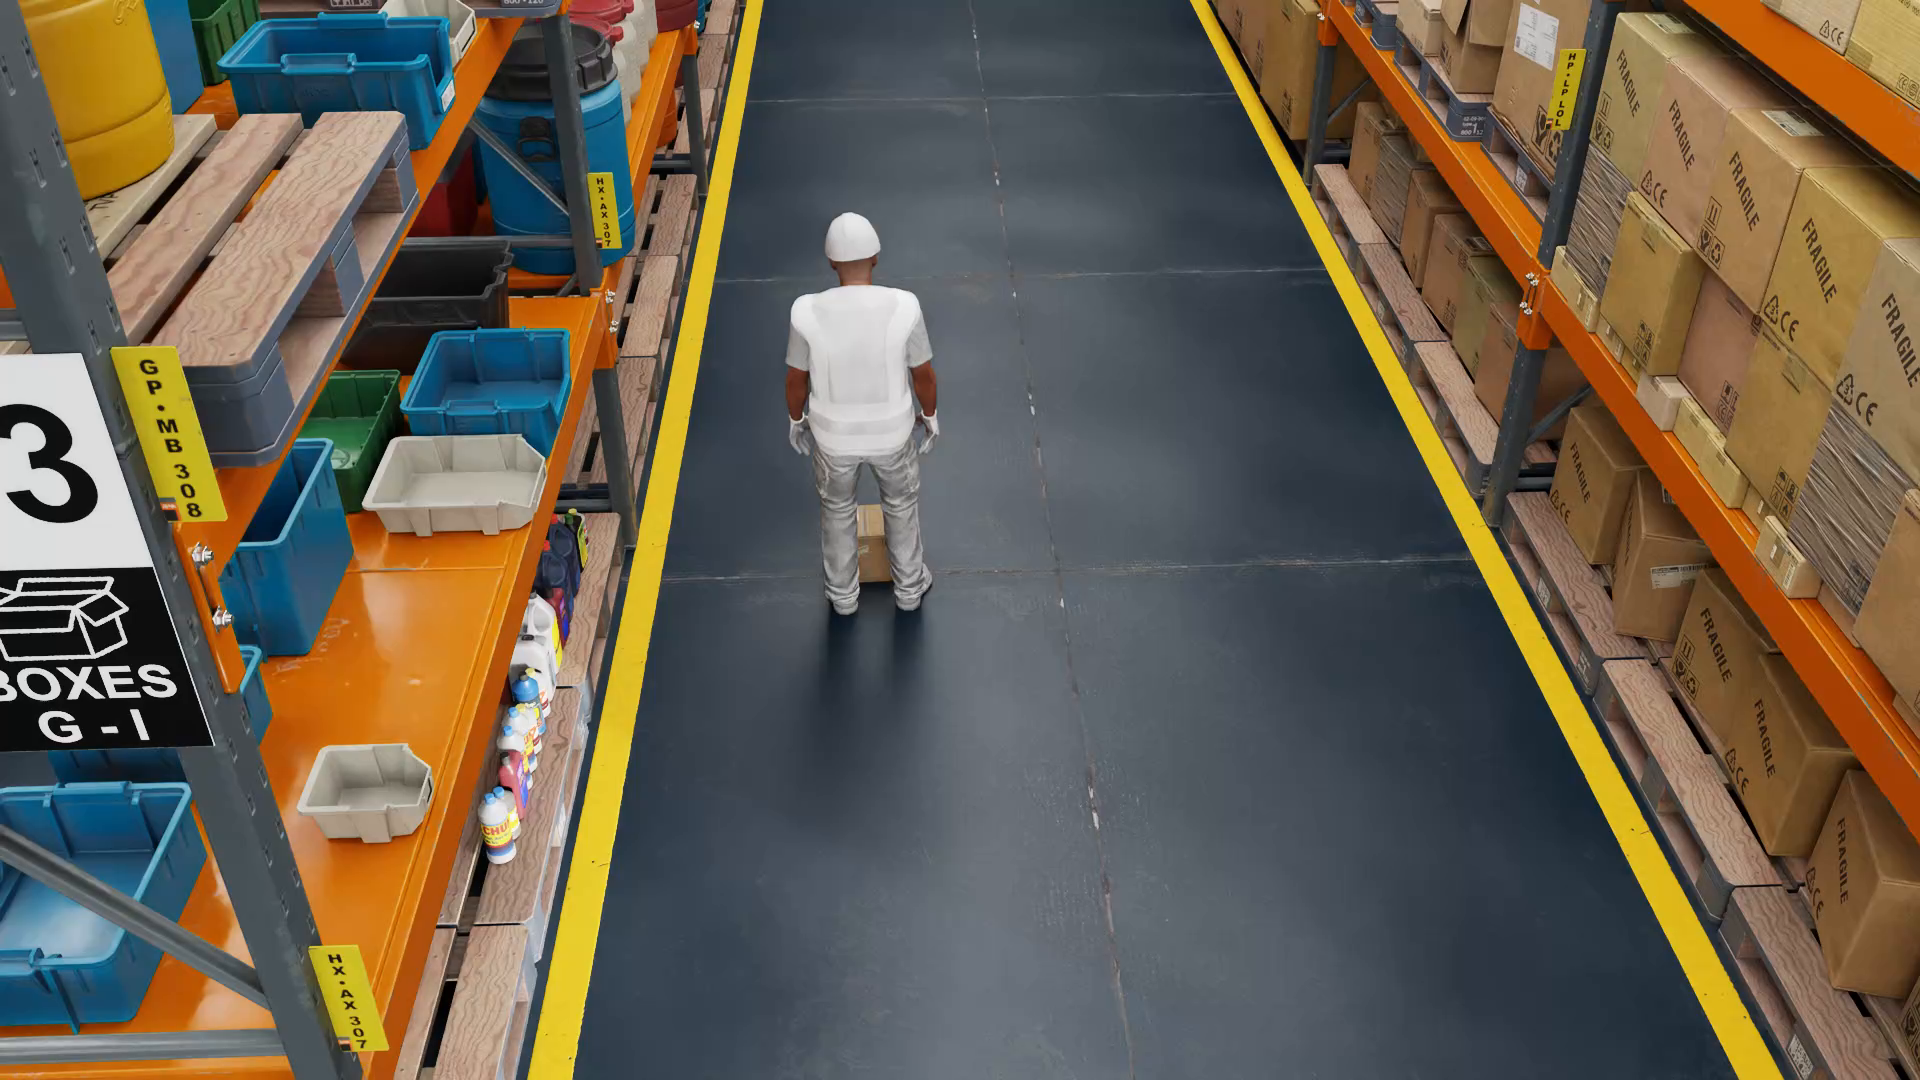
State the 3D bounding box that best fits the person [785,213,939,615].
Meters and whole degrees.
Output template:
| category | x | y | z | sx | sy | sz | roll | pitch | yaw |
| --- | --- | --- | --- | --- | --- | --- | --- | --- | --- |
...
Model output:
| category | x | y | z | sx | sy | sz | roll | pitch | yaw |
| --- | --- | --- | --- | --- | --- | --- | --- | --- | --- |
| person | -0.394 | -0.476 | 6.816 | 0.618 | 1.774 | 0.447 | -1 | 35 | -2 |
